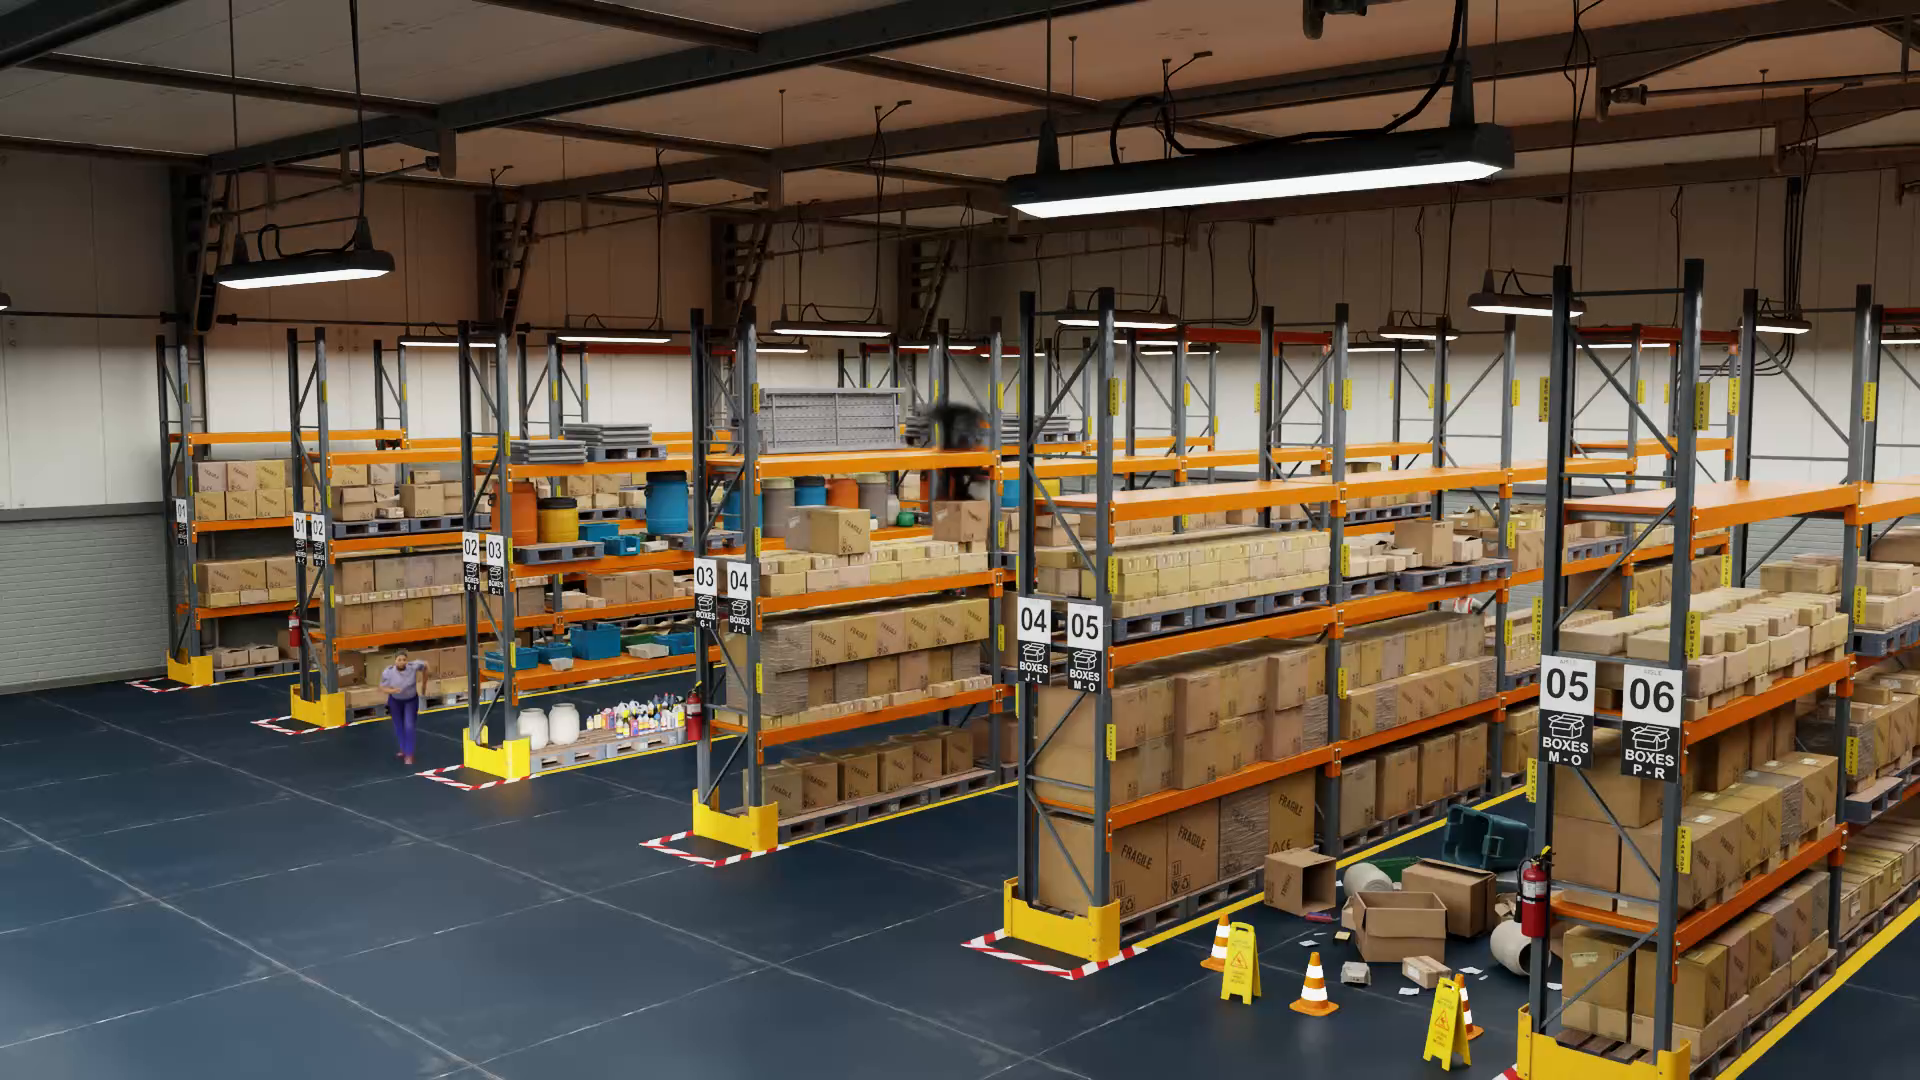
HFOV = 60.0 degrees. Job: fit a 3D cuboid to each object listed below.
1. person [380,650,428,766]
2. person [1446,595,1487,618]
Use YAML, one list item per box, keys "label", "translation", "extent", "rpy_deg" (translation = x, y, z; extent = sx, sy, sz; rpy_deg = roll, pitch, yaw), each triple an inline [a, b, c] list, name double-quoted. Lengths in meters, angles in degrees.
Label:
- label: "person"
  translation: [-7.562, 2.282, 22.661]
  extent: [0.624, 1.649, 0.900]
  rpy_deg: [-2, 6, -17]
- label: "person"
  translation: [8.630, 1.598, 28.518]
  extent: [0.648, 1.766, 0.774]
  rpy_deg: [5, 7, 44]
